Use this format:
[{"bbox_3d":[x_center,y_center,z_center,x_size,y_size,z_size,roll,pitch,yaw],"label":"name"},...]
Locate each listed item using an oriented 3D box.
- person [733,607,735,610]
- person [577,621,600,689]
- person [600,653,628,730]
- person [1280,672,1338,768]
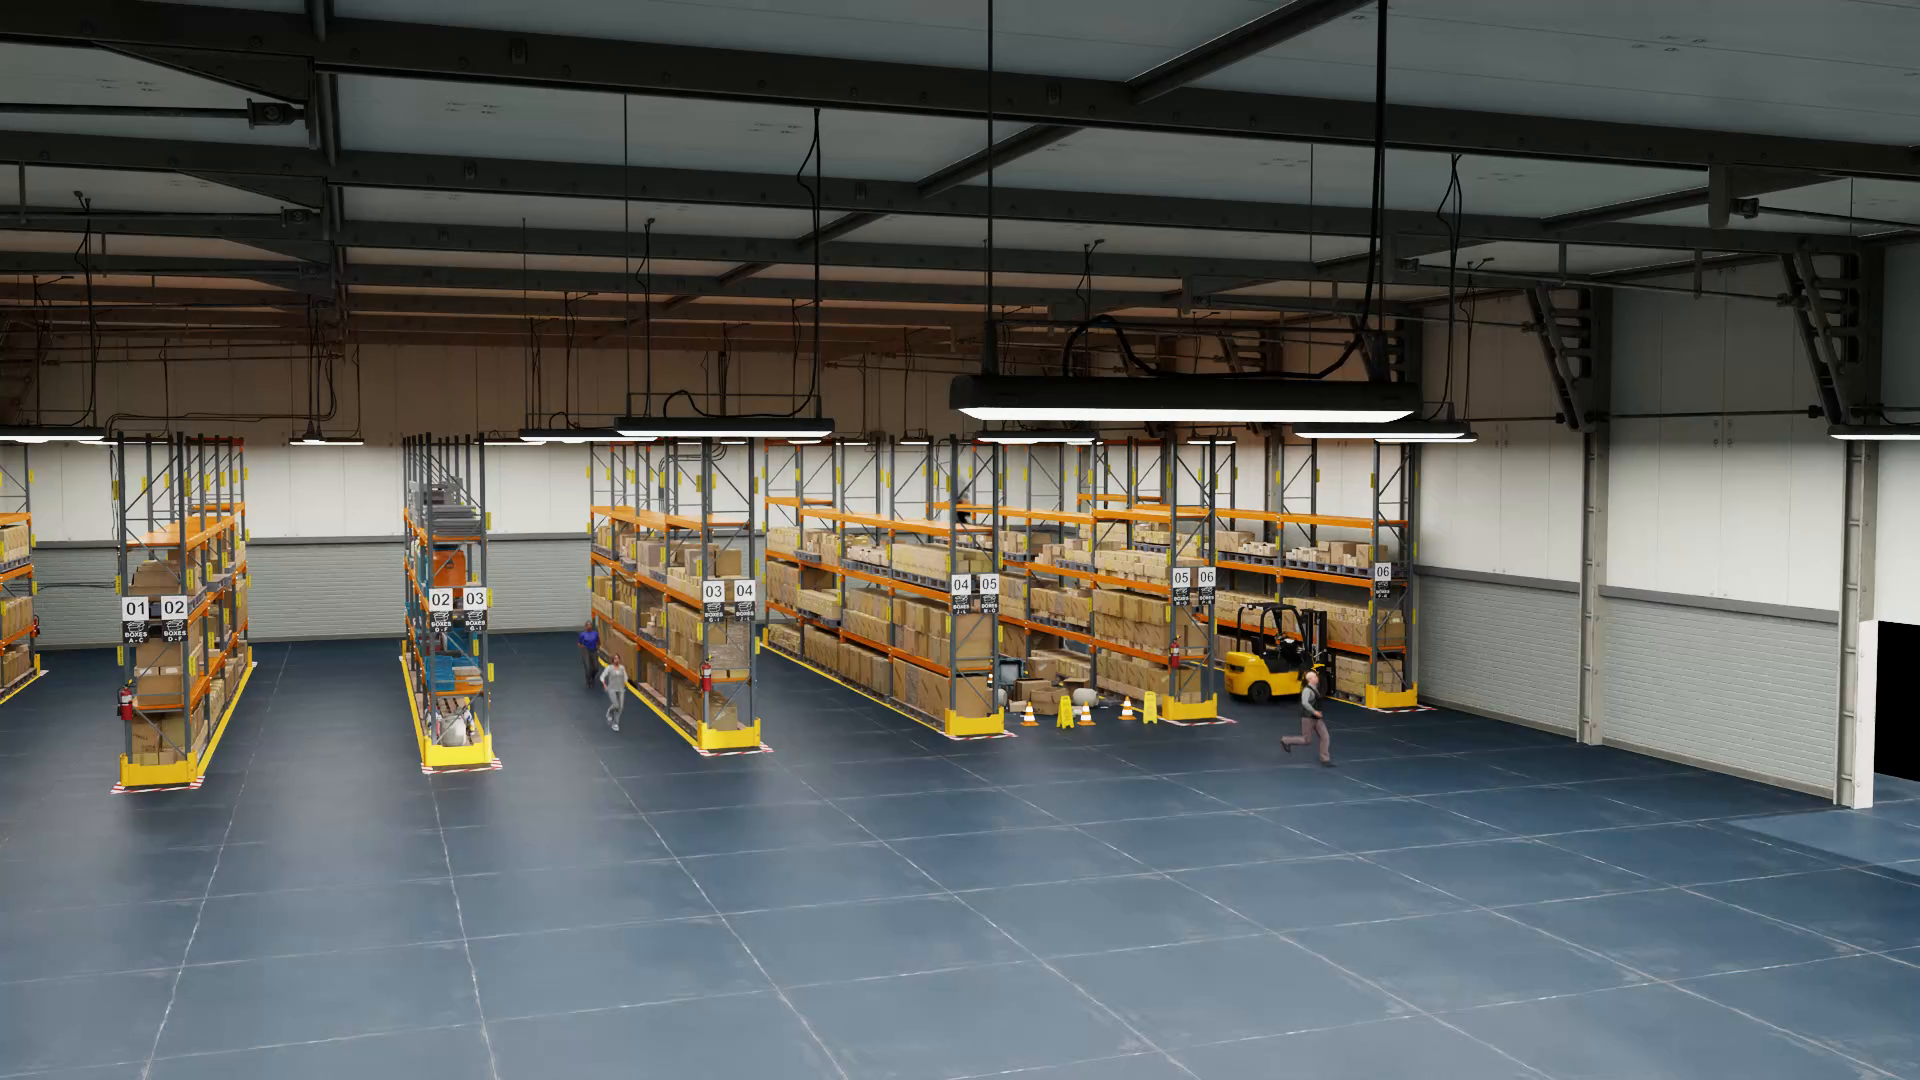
[{"bbox_3d":[-6.983,2.161,48.480,0.645,1.750,0.810,3,4,42],"label":"person"},{"bbox_3d":[-8.808,2.726,39.533,0.550,1.607,0.553,-1,3,-24],"label":"person"},{"bbox_3d":[-6.962,3.080,33.683,0.533,1.561,0.534,-2,4,-32],"label":"person"},{"bbox_3d":[6.305,3.233,29.999,1.034,1.713,0.639,2,4,33],"label":"person"}]
